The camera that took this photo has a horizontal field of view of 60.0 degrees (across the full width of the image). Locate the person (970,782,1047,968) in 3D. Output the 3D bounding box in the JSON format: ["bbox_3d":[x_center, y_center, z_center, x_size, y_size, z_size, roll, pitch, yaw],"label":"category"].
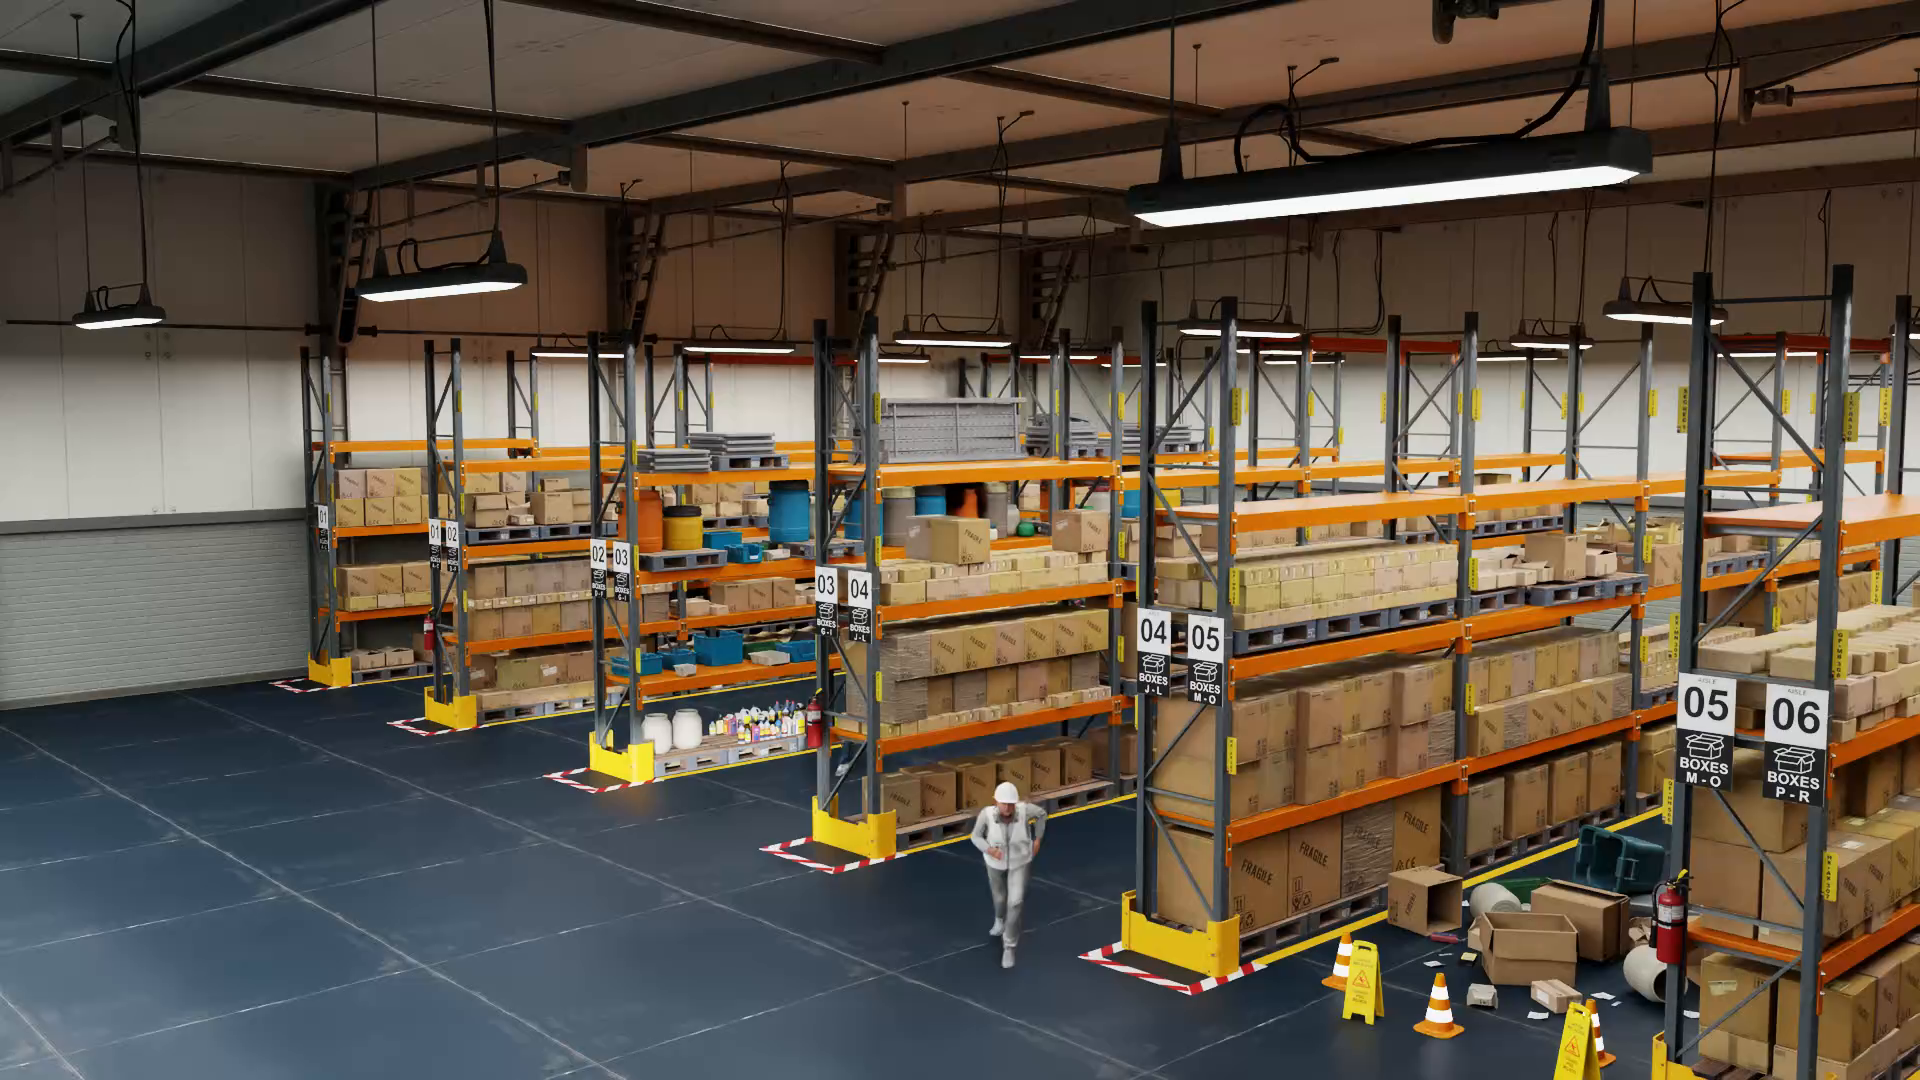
[{"bbox_3d":[0.446,3.008,15.323,0.701,1.732,1.035,0,5,0],"label":"person"}]

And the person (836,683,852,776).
[{"bbox_3d":[-1.350,2.371,22.885,0.495,1.615,1.017,3,6,30],"label":"person"}]
